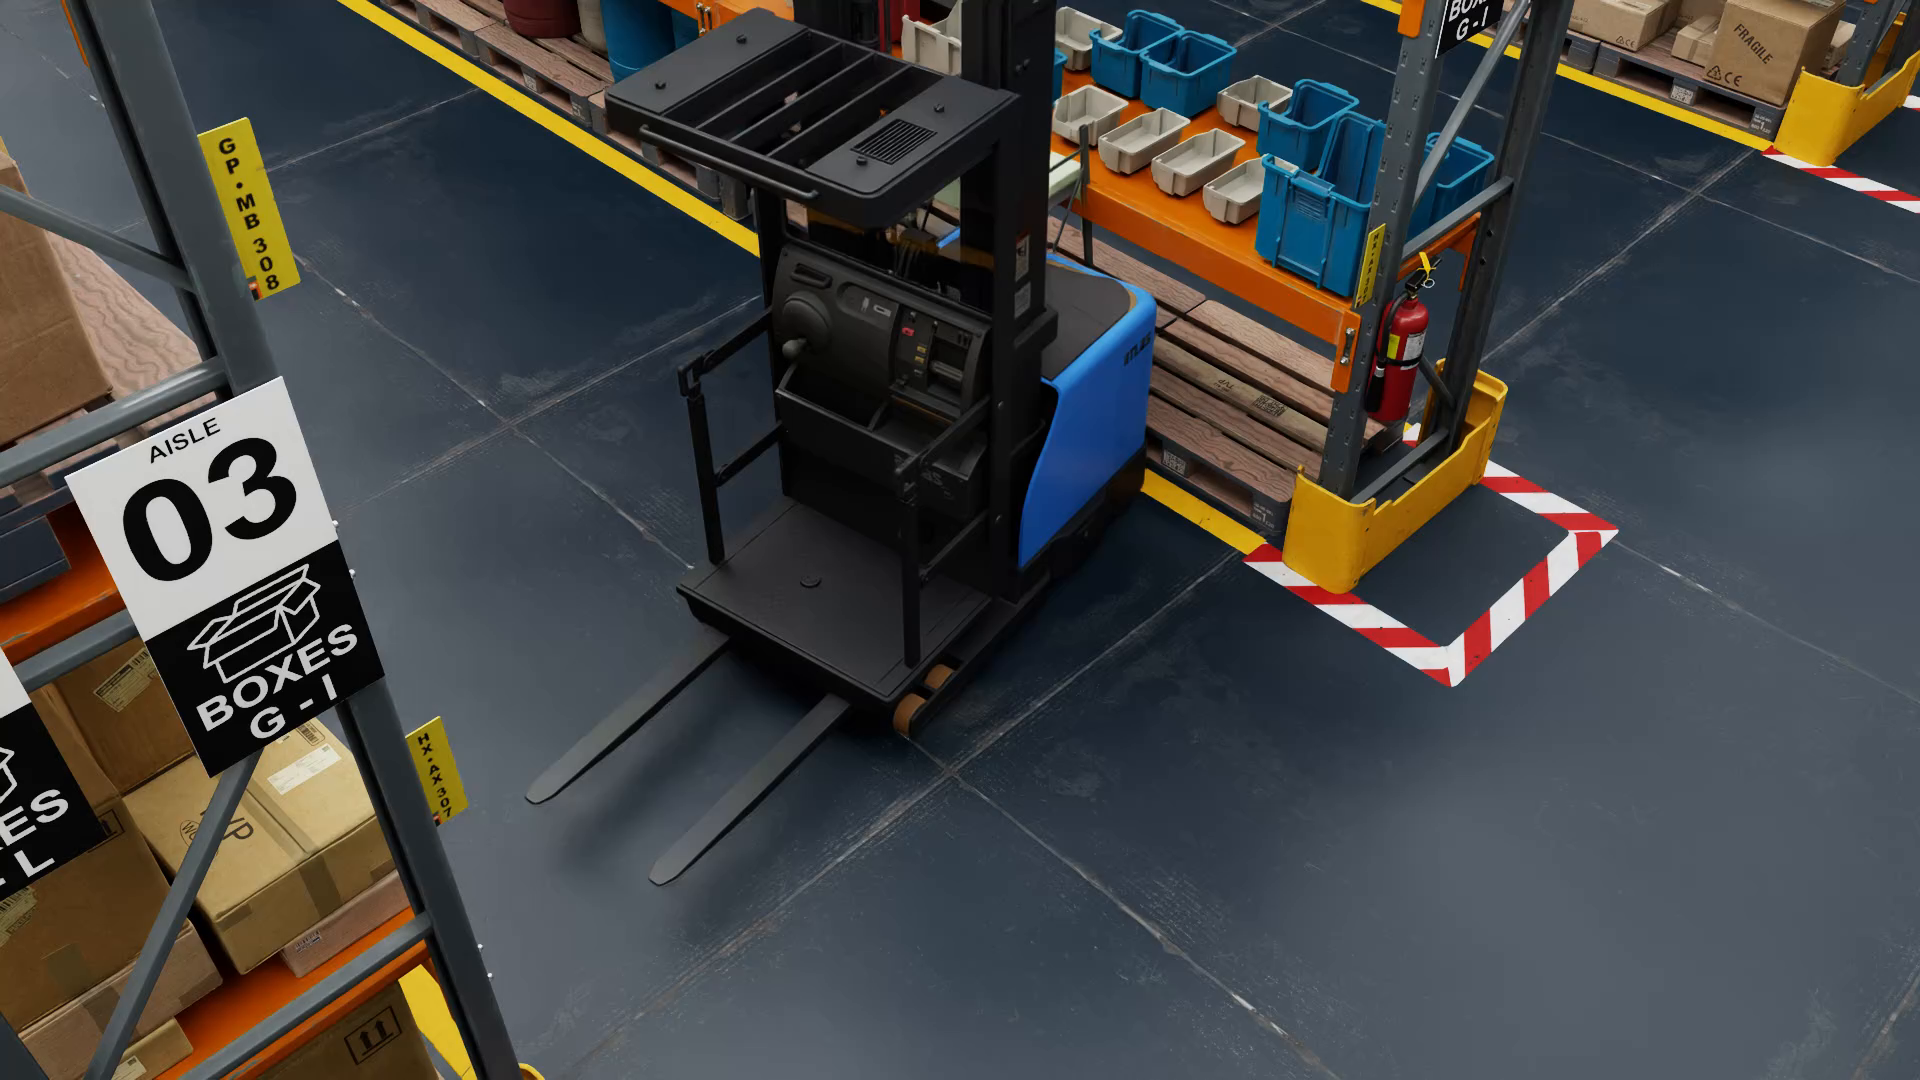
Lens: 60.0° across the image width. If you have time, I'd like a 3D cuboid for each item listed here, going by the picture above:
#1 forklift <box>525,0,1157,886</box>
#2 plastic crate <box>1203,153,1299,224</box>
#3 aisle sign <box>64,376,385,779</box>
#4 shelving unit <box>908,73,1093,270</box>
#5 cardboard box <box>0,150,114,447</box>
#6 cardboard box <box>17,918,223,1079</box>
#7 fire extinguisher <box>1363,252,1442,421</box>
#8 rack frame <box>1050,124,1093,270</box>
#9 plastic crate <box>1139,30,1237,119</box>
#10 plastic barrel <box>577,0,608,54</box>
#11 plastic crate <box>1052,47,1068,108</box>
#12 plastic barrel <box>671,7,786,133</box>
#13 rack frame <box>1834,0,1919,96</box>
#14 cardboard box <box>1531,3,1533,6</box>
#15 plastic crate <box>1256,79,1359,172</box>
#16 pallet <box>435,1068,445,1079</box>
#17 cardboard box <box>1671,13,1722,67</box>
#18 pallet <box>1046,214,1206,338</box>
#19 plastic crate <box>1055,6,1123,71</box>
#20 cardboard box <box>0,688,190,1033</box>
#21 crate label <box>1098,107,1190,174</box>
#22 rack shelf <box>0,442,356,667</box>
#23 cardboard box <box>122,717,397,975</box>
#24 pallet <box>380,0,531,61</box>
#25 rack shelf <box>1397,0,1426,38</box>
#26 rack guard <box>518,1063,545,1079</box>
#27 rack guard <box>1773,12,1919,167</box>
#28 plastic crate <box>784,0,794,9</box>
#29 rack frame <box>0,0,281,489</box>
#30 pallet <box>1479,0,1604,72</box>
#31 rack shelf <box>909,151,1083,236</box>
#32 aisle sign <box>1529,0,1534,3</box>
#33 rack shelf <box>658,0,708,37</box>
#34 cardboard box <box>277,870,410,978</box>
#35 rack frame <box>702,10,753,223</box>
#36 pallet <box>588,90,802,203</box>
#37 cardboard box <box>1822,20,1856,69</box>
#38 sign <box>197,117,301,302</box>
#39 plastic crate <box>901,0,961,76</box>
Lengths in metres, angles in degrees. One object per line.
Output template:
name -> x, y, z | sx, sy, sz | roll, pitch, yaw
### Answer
forklift -> -0.429, -0.684, 5.948 | 1.130, 2.935, 3.031 | 26, 49, 25
plastic crate -> 1.185, -1.449, 6.876 | 0.396, 0.136, 0.243 | -34, 53, -31
aisle sign -> -1.354, 0.091, 3.143 | 0.394, 0.787, 0.004 | -34, 53, -31
shelving unit -> 0.190, -1.246, 7.540 | 0.755, 1.500, 0.431 | 32, 56, 33
cardboard box -> -2.023, -0.399, 2.922 | 0.500, 0.500, 0.700 | 31, 51, 29
cardboard box -> -2.148, 0.995, 3.972 | 0.500, 0.250, 0.500 | 33, 52, 31
fire extinguisher -> 1.674, -0.763, 6.315 | 0.296, 0.674, 0.183 | -34, 53, -31
rack frame -> 0.449, -1.083, 7.339 | 0.023, 1.500, 0.400 | 32, 56, 33
plastic crate -> 1.018, -2.089, 7.497 | 0.416, 0.233, 0.300 | -34, 53, -31
plastic barrel -> -2.143, -3.305, 10.258 | 0.421, 0.512, 0.421 | 0, 43, 0
plastic crate -> 0.258, -2.043, 7.448 | 0.416, 0.233, 0.300 | -34, 53, -31
plastic barrel -> -1.308, -2.794, 9.418 | 0.600, 0.901, 0.708 | -34, 53, -31
rack frame -> 5.399, -3.591, 9.044 | 1.000, 3.000, 0.127 | -34, 53, -31
cardboard box -> 3.905, -3.858, 10.847 | 0.797, 0.503, 0.637 | -34, 53, -31
plastic crate -> 1.483, -1.772, 7.154 | 0.416, 0.233, 0.300 | -34, 53, -31
pallet -> -2.237, 1.832, 5.229 | 1.003, 0.211, 1.213 | -34, 53, -31
cardboard box -> 4.618, -3.093, 10.268 | 0.380, 0.166, 0.250 | -34, 53, -31
pallet -> 0.477, -1.196, 8.506 | 1.003, 0.211, 1.213 | -34, 53, -31
plastic crate -> 0.507, -2.373, 7.876 | 0.293, 0.136, 0.466 | -34, 53, -31
cardboard box -> -2.147, 0.717, 3.720 | 0.500, 0.500, 0.500 | -33, 52, -31
crate label -> 0.777, -1.717, 7.166 | 0.396, 0.136, 0.243 | -34, 53, -31
rack shelf -> -3.030, -0.644, 4.174 | 1.077, 0.370, 4.000 | -34, 53, -31
cardboard box -> -1.765, 0.741, 4.247 | 0.500, 0.250, 0.500 | 33, 52, 30
pallet -> -3.174, -3.680, 11.194 | 1.003, 0.211, 1.213 | -34, 53, -31
rack shelf -> 0.477, -3.017, 6.742 | 1.077, 0.370, 4.000 | -34, 53, -31
rack guard -> -1.600, 2.084, 4.743 | 1.175, 0.500, 0.348 | -34, 53, -31
rack guard -> 5.345, -2.710, 9.931 | 1.175, 0.500, 0.348 | -34, 53, -31
plastic crate -> -0.708, -2.774, 8.309 | 0.396, 0.136, 0.243 | -34, 53, -31
rack frame -> -1.617, -1.048, 1.871 | 1.000, 3.000, 0.127 | -34, 53, -31
pallet -> 3.924, -3.572, 11.078 | 1.003, 0.211, 1.213 | -34, 53, -31
rack shelf -> 0.156, -1.526, 7.270 | 0.720, 0.370, 0.431 | 32, 56, 33
aisle sign -> 2.151, -2.282, 5.711 | 0.394, 0.787, 0.004 | -34, 53, -31
rack shelf -> -2.348, -3.838, 9.840 | 1.077, 0.370, 4.000 | -34, 53, -31
cardboard box -> -1.634, 0.918, 4.348 | 0.380, 0.149, 0.250 | -33, 52, -31
rack frame -> -0.935, -3.141, 8.556 | 1.000, 3.000, 0.127 | -34, 53, -31
pallet -> -1.451, -2.508, 9.926 | 1.003, 0.211, 1.213 | -34, 53, -31
cardboard box -> 5.347, -3.072, 10.258 | 0.380, 0.149, 0.250 | -34, 53, -31
sign -> -1.220, -0.560, 2.851 | 0.100, 0.325, 0.005 | -34, 53, -31
plastic crate -> 0.013, -2.297, 7.687 | 0.437, 0.282, 0.530 | -34, 53, -31
